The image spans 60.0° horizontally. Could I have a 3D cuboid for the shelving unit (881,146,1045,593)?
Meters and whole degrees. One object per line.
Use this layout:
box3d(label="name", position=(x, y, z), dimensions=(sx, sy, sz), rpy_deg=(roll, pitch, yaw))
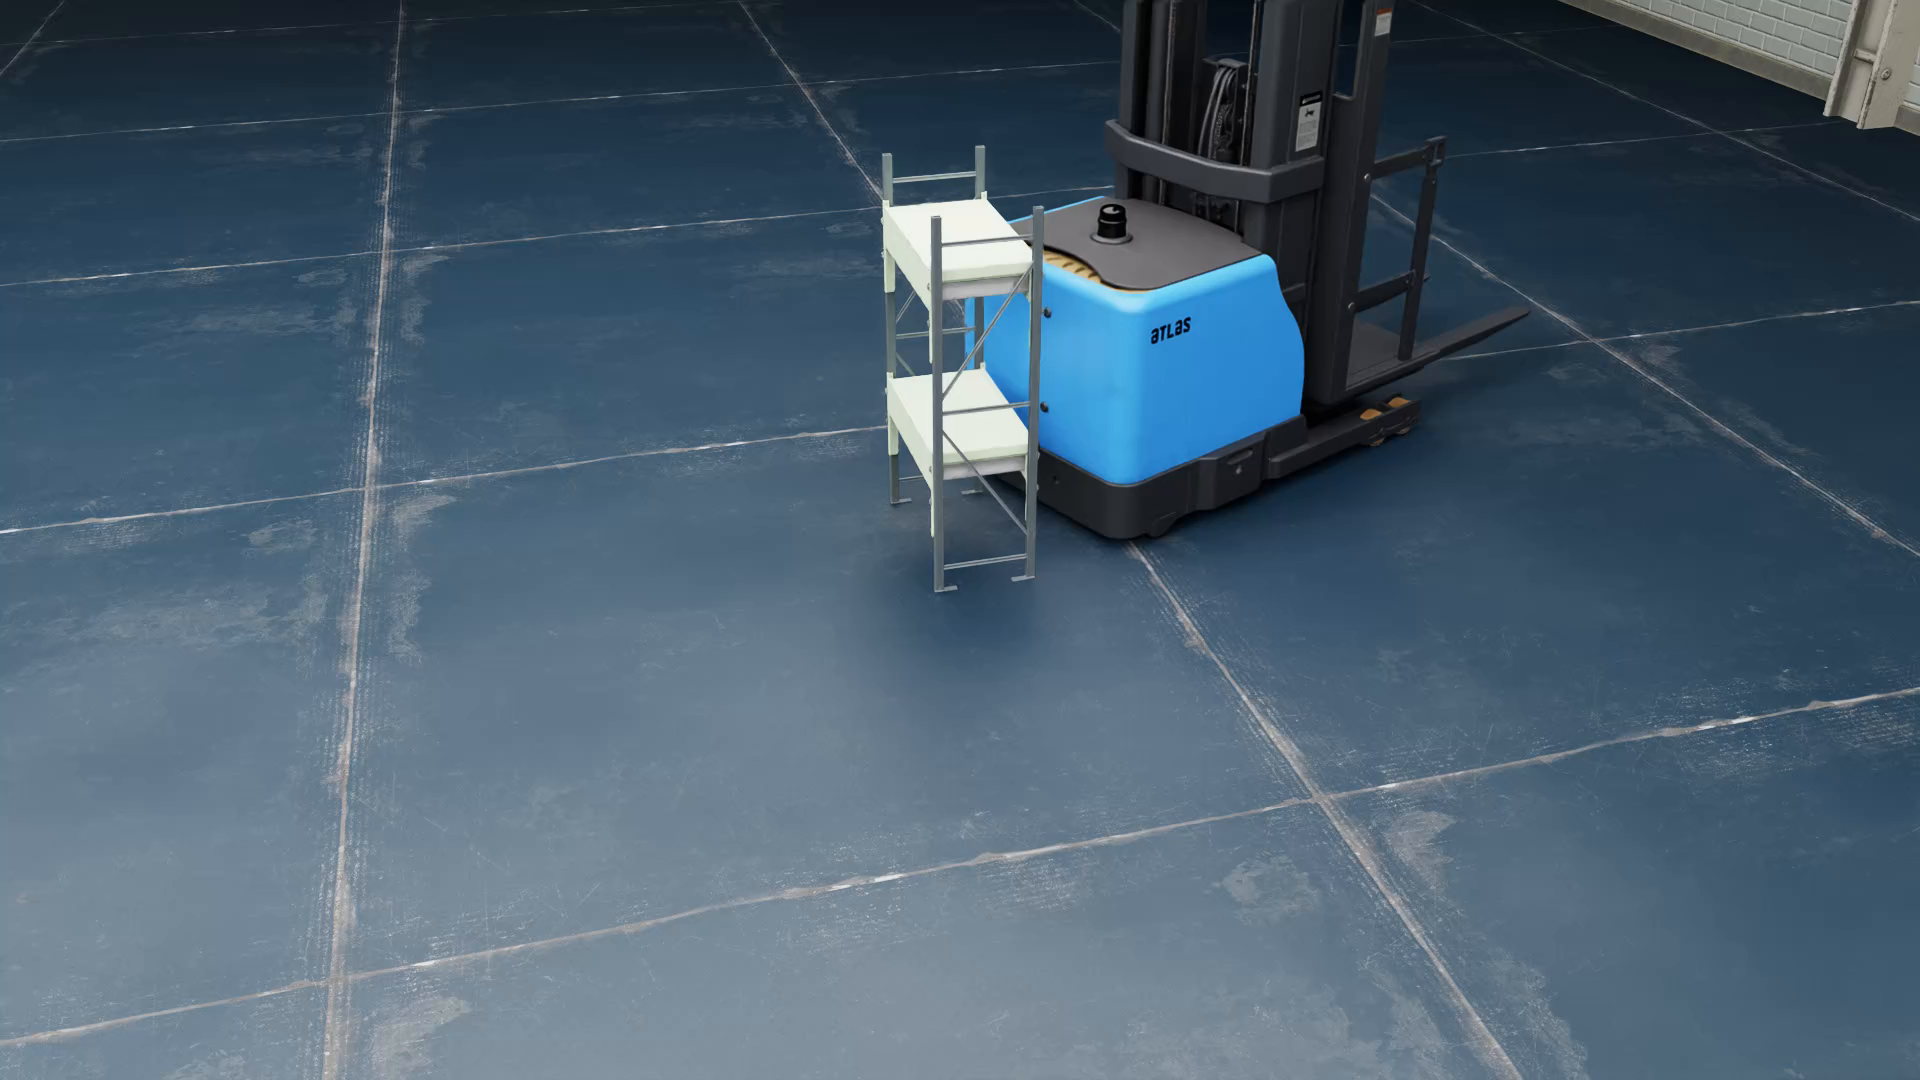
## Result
box3d(label="shelving unit", position=(-0.002, -0.652, 6.380), dimensions=(0.431, 1.500, 0.755), rpy_deg=(-8, 31, -13))

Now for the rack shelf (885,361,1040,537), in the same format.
box3d(label="rack shelf", position=(-0.002, -0.370, 6.543), dimensions=(0.431, 0.370, 0.720), rpy_deg=(-8, 31, -13))

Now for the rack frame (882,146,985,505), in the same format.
box3d(label="rack frame", position=(-0.099, -0.829, 6.685), dimensions=(0.400, 1.500, 0.023), rpy_deg=(-8, 31, -13))

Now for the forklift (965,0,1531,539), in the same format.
box3d(label="forklift", position=(1.466, -1.872, 7.058), dimensions=(3.031, 2.935, 1.130), rpy_deg=(-22, 37, -33))

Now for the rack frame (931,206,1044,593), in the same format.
box3d(label="rack frame", position=(0.095, -0.476, 6.074), dimensions=(0.400, 1.500, 0.023), rpy_deg=(-8, 31, -13))

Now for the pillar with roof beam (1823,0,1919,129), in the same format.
box3d(label="pillar with roof beam", position=(2.328, -6.347, 8.732), dimensions=(9.100, 9.000, 0.400), rpy_deg=(-8, 31, -13))

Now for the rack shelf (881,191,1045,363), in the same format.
box3d(label="rack shelf", position=(-0.002, -0.990, 6.184), dimensions=(0.431, 0.370, 0.720), rpy_deg=(-8, 31, -13))
